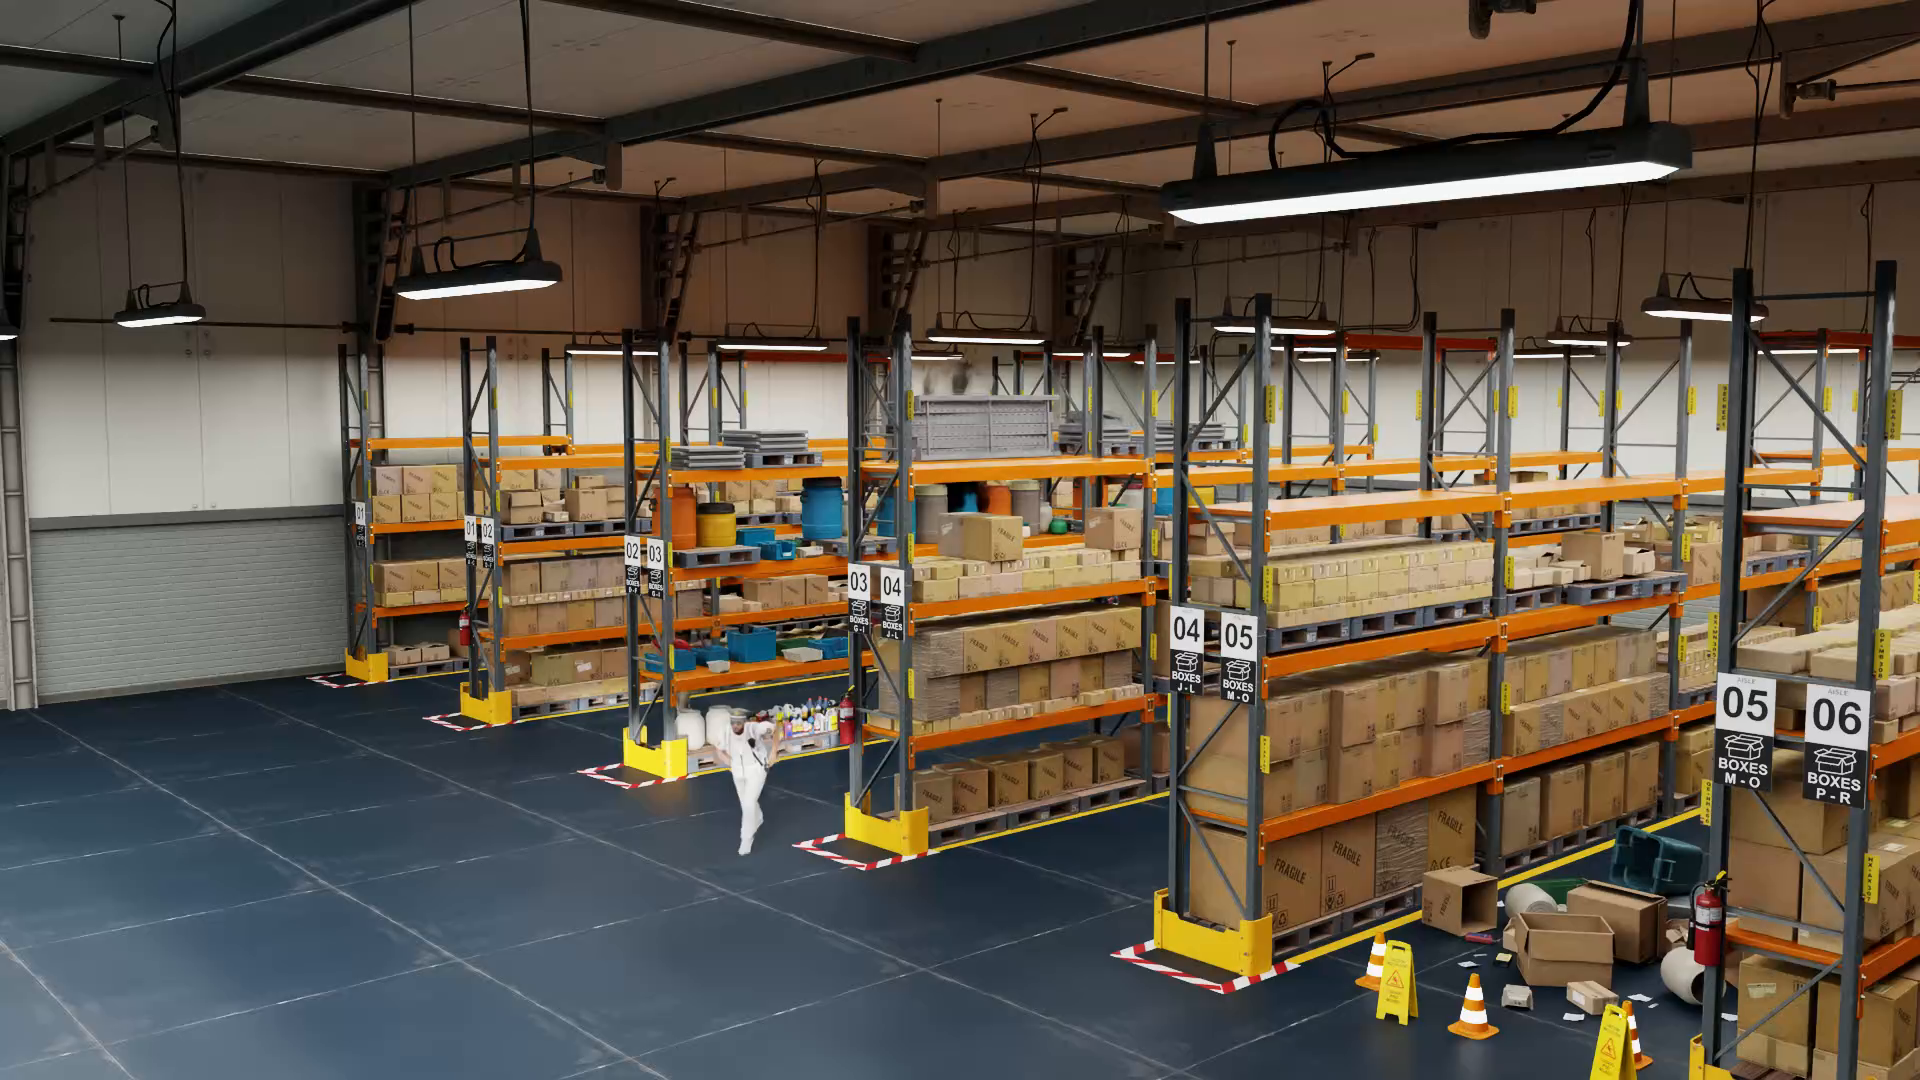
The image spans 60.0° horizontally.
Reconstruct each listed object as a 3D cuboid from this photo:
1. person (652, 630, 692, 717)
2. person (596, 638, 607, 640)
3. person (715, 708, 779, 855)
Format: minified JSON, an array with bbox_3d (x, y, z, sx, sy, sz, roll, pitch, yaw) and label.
[{"bbox_3d":[-4.451,2.093,25.720,0.694,1.549,0.891,1,5,11],"label":"person"},{"bbox_3d":[-6.332,1.765,29.563,0.768,1.575,0.551,-5,7,-43],"label":"person"},{"bbox_3d":[-2.381,2.684,18.880,0.702,1.714,1.018,1,5,10],"label":"person"}]
